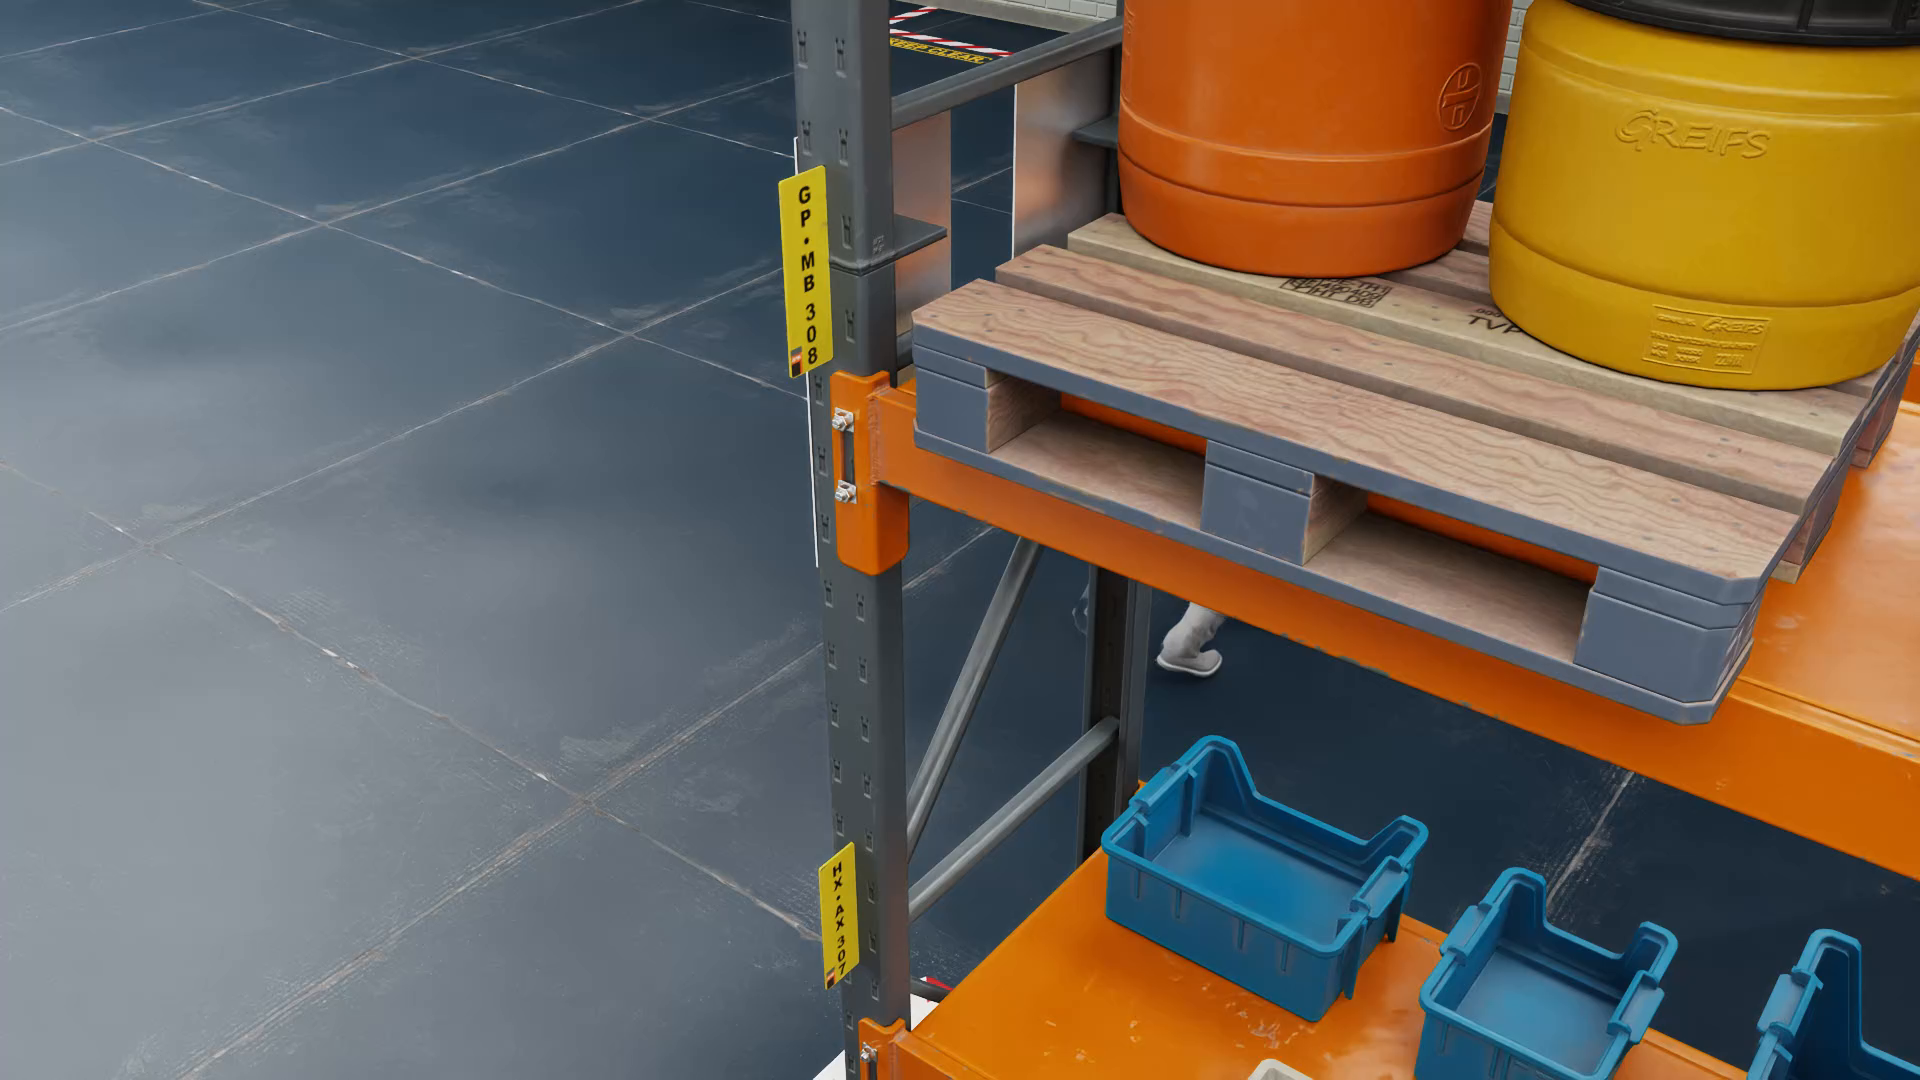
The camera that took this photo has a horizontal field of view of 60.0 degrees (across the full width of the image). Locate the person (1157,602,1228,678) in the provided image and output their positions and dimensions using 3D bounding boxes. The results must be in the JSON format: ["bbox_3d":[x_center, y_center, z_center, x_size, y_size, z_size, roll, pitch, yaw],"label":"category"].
[{"bbox_3d":[1.148,-0.260,6.540,0.881,1.638,0.449,-15,34,-24],"label":"person"}]
